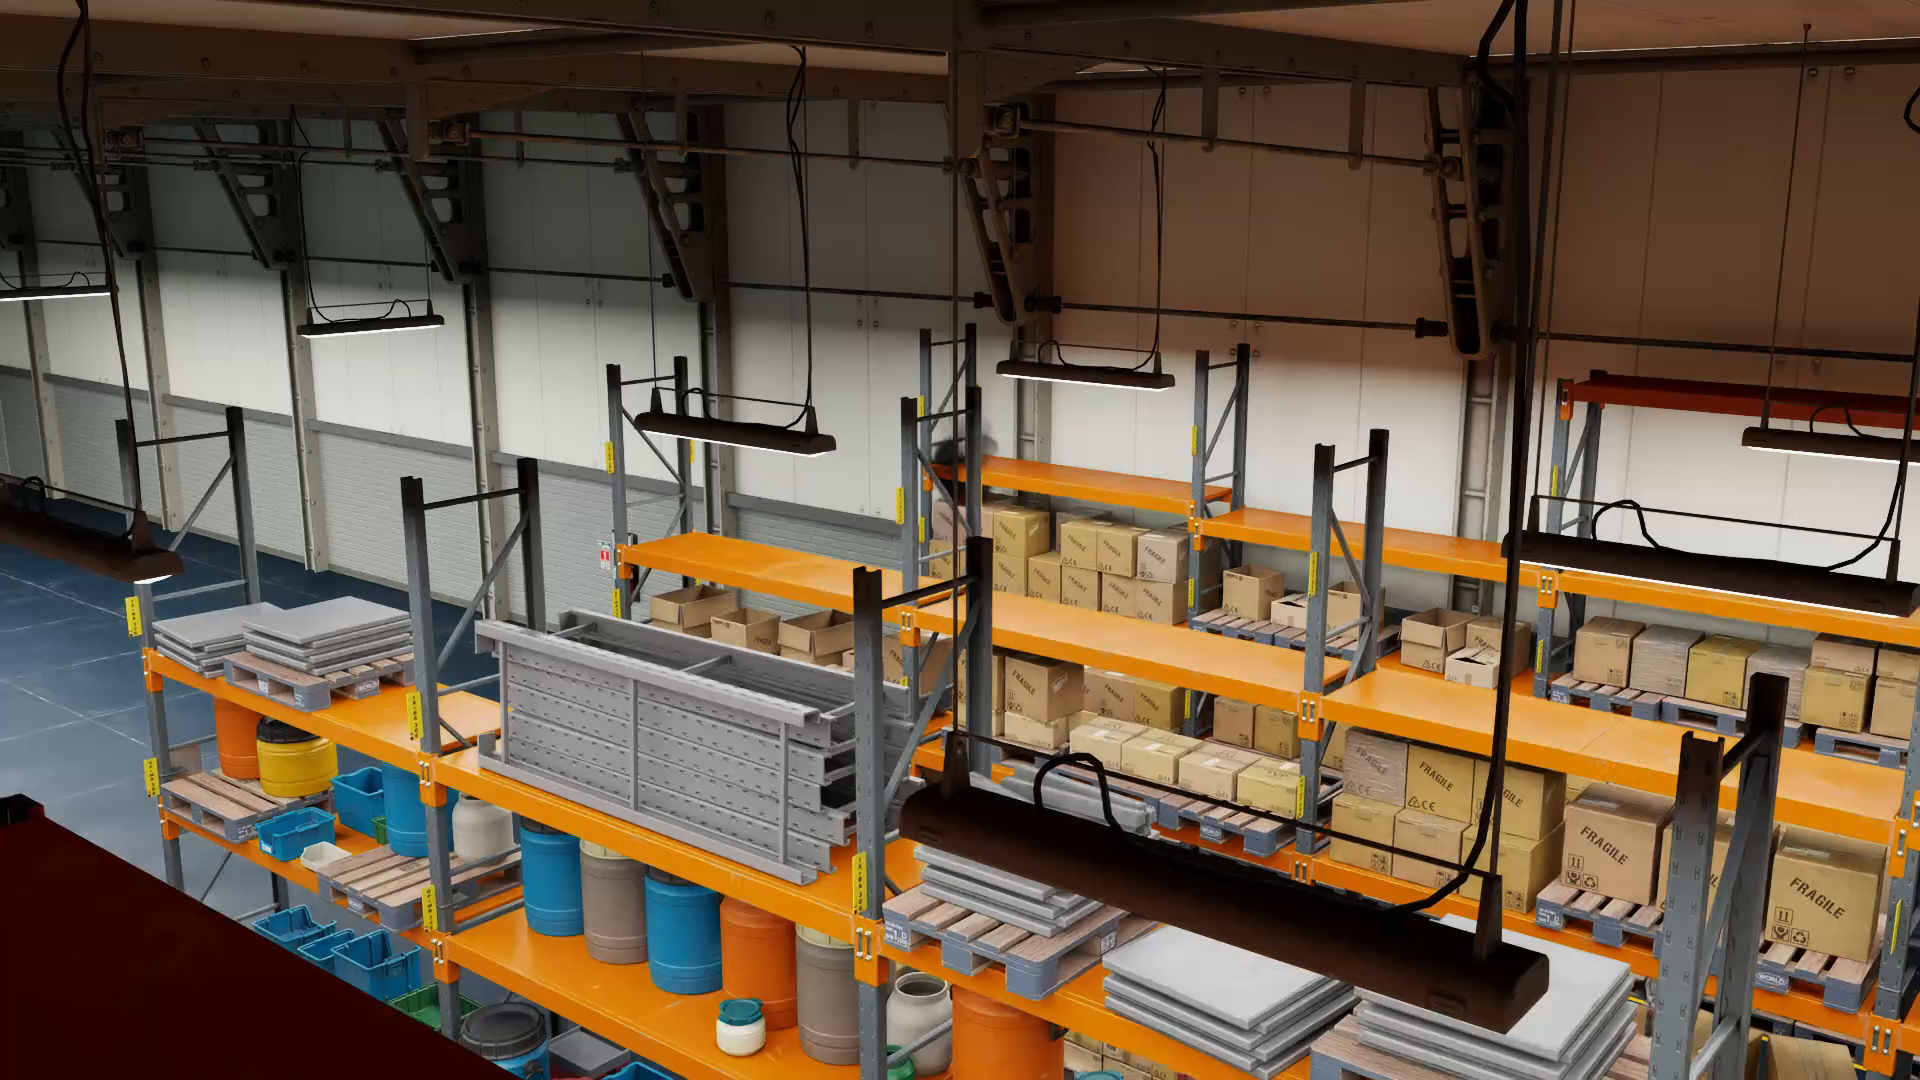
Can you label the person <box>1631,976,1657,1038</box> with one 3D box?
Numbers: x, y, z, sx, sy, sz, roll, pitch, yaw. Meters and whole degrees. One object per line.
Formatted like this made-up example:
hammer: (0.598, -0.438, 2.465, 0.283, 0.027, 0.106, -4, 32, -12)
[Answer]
person: (6.104, 4.094, 14.354, 0.782, 1.684, 0.578, 6, 14, 26)
